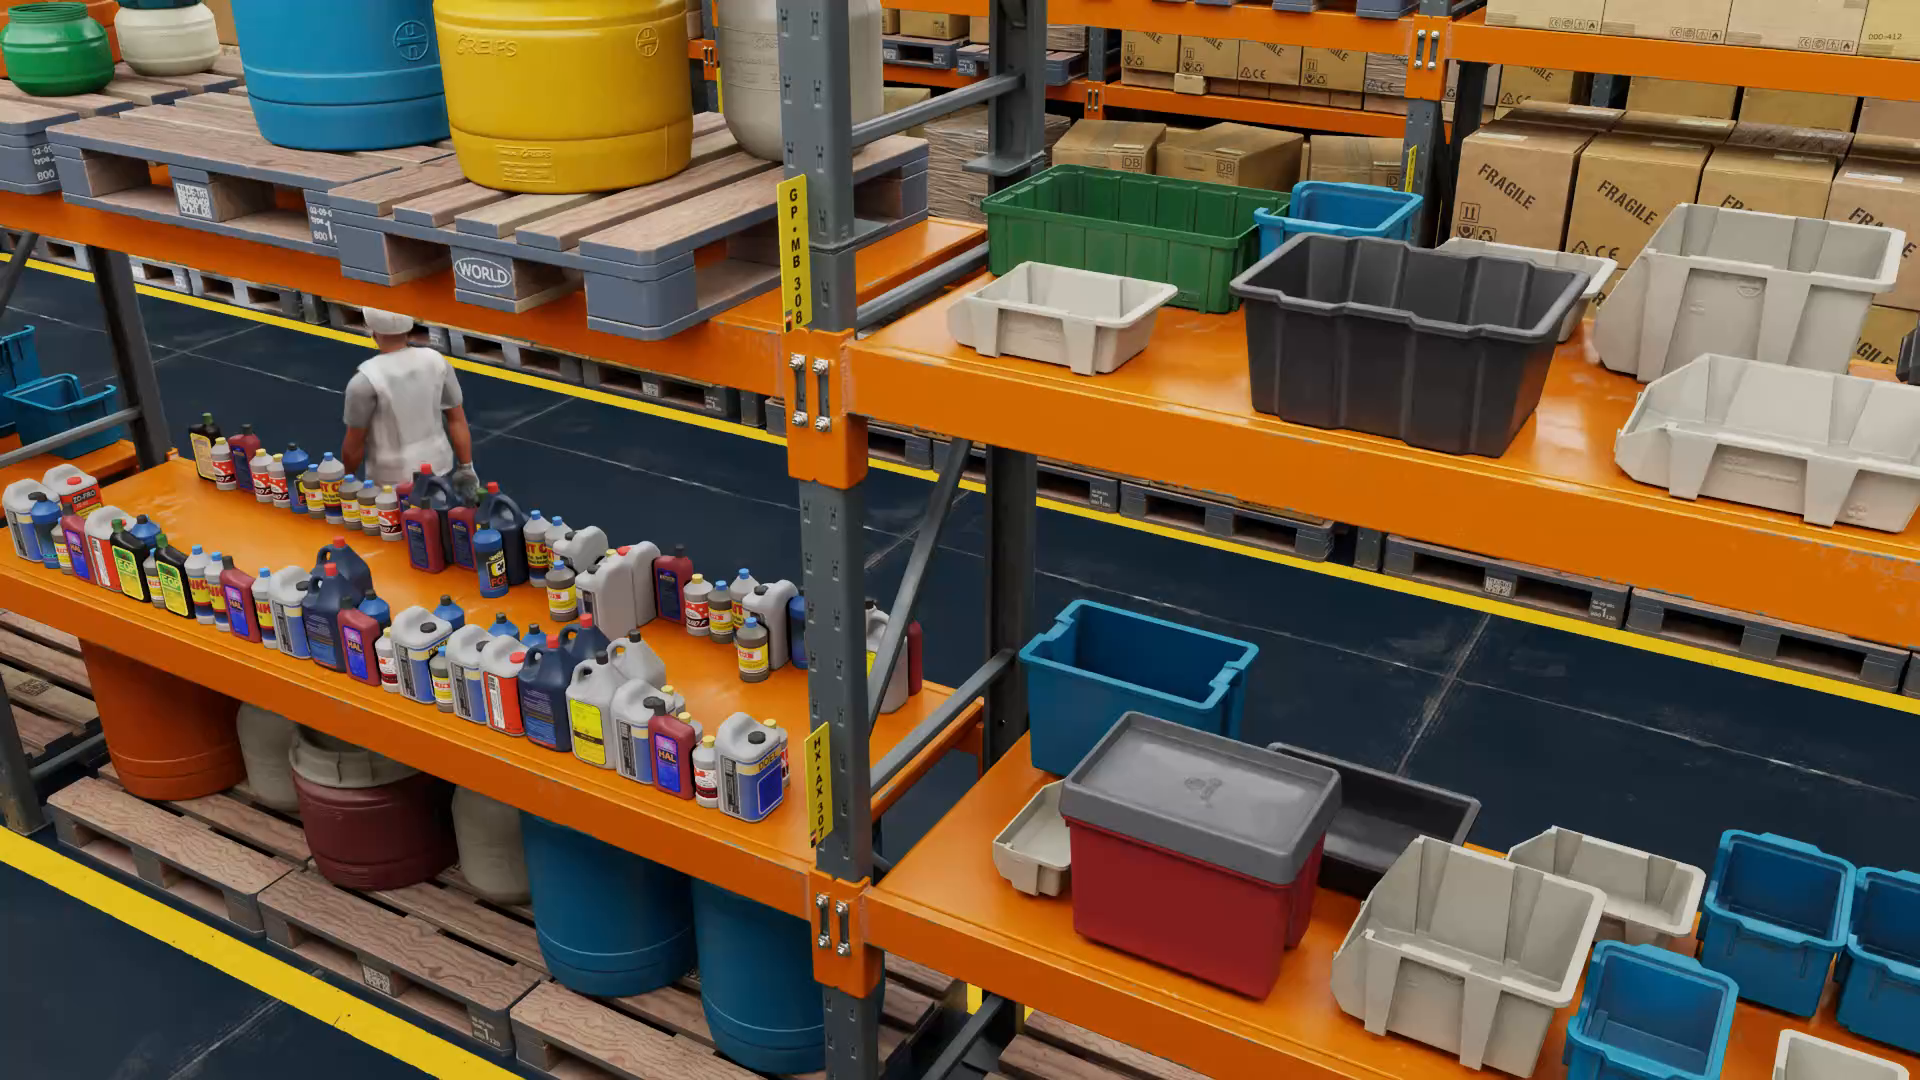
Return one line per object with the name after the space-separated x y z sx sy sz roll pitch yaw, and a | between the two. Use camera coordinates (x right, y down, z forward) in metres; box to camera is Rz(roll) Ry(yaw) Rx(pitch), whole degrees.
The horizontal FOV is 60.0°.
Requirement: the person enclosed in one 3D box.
-2.545 -0.296 7.672 0.975 1.750 0.567 19 32 33 | person
